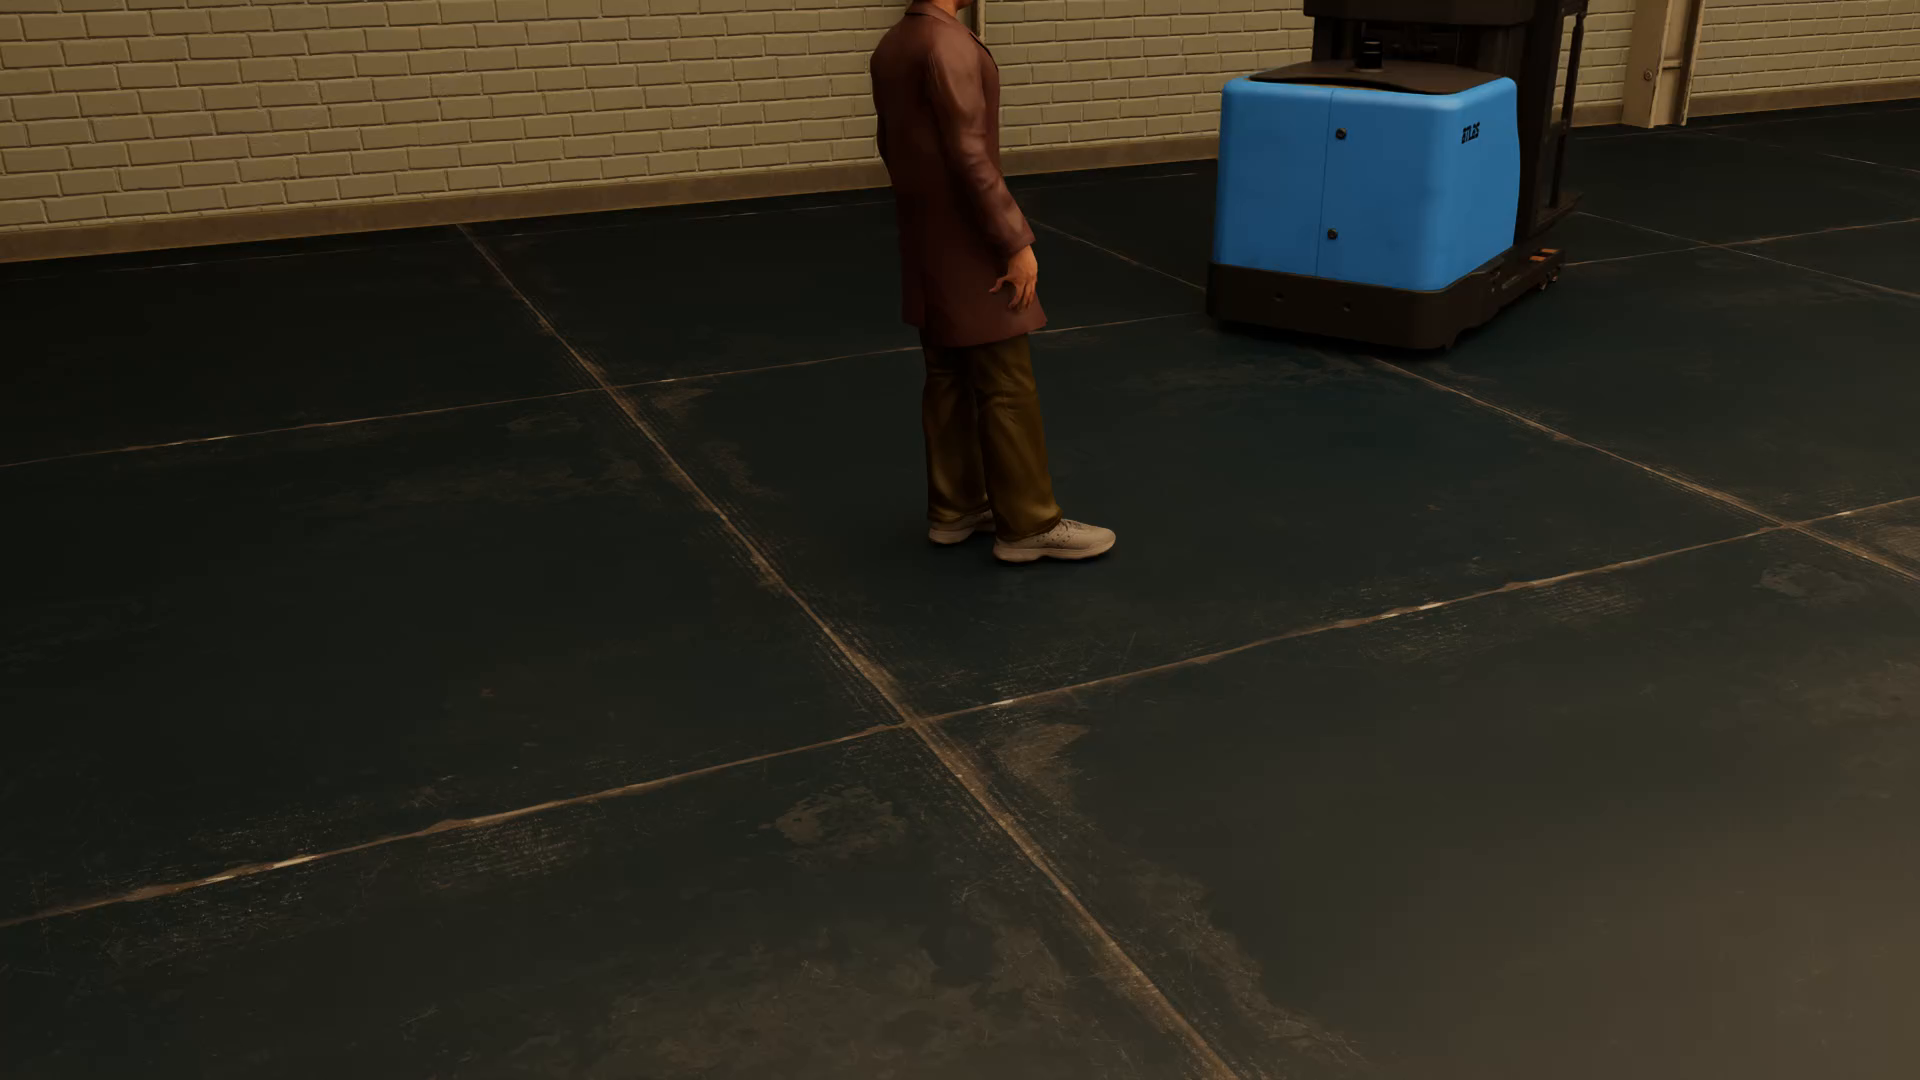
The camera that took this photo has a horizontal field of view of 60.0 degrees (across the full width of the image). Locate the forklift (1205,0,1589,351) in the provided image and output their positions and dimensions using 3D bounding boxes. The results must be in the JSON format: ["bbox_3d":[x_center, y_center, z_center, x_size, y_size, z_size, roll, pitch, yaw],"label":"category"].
[{"bbox_3d":[2.310,-2.643,7.649,1.130,2.935,3.031,14,26,31],"label":"forklift"}]

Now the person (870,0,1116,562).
[{"bbox_3d":[0.085,-0.841,4.796,0.579,1.777,0.698,-10,25,-23],"label":"person"}]
